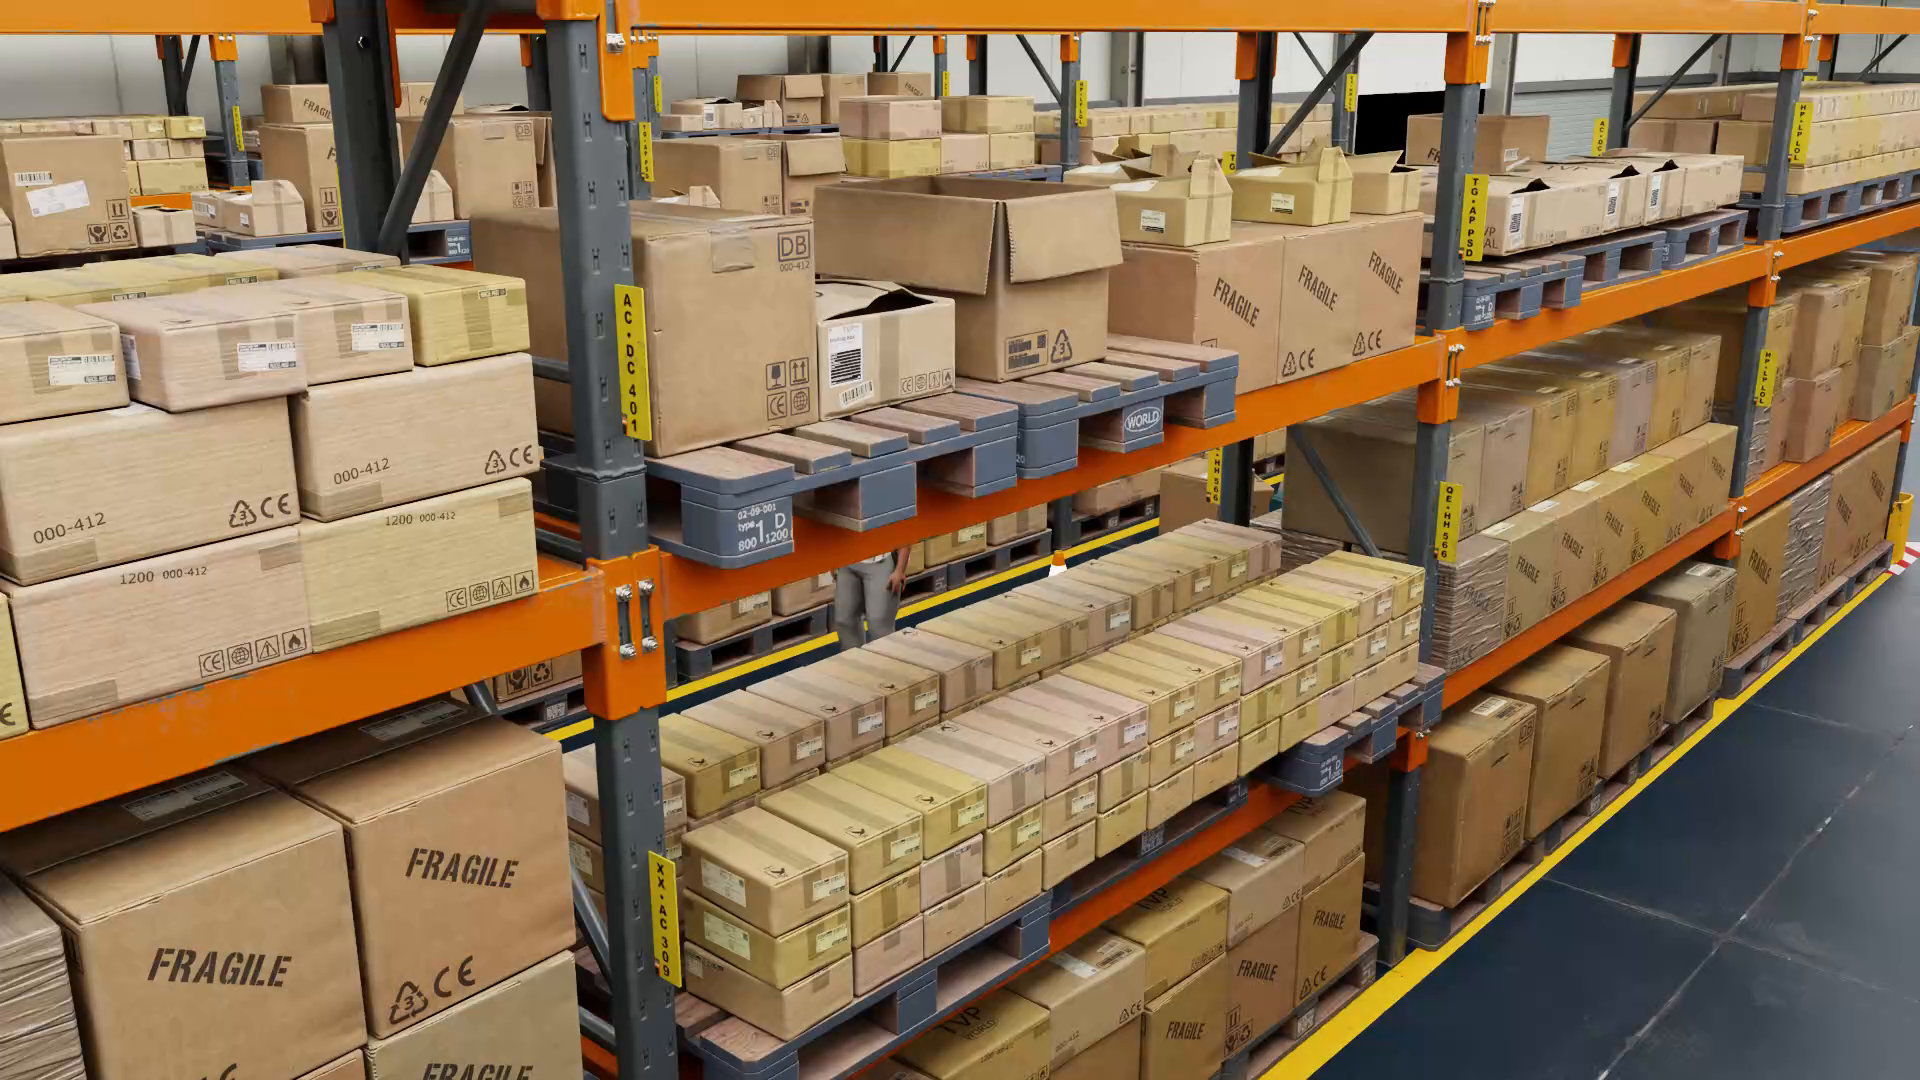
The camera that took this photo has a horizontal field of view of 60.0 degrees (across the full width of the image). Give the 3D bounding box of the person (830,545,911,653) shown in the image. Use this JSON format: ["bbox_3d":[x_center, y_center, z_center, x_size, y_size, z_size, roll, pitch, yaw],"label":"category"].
[{"bbox_3d":[-0.544,0.132,10.093,0.597,1.747,0.437,13,21,36],"label":"person"}]
